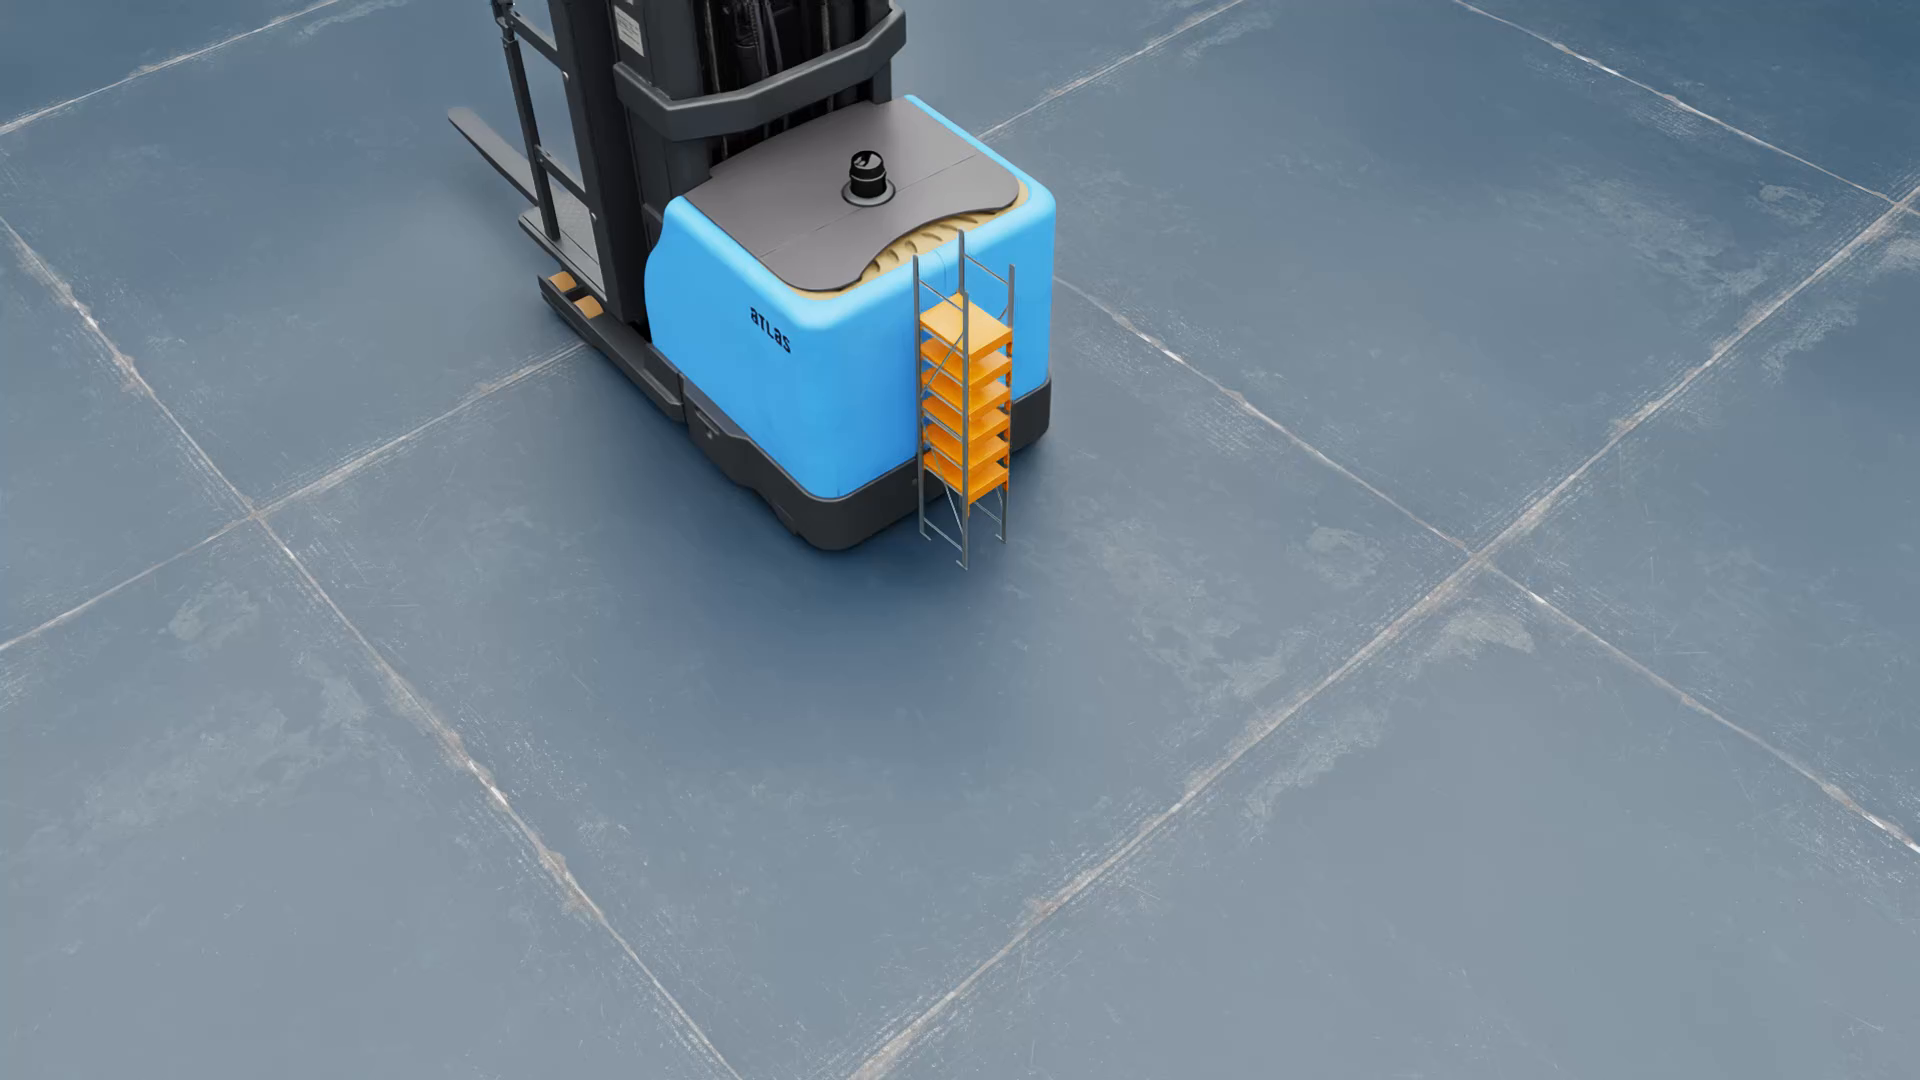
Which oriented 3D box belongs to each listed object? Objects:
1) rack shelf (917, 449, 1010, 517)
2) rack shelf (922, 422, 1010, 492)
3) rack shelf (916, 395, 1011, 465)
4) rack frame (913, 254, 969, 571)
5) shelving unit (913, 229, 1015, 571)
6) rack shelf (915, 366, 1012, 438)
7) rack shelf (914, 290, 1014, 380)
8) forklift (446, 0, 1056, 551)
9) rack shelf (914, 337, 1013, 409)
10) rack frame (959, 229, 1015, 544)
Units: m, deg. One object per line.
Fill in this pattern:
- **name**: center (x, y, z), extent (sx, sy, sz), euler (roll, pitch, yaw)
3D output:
- **rack shelf**: center (0.011, -0.221, 5.525), extent (0.180, 0.103, 0.258), euler (-34, 56, -27)
- **rack shelf**: center (0.011, -0.303, 5.436), extent (0.180, 0.103, 0.258), euler (-34, 56, -27)
- **rack shelf**: center (0.011, -0.384, 5.348), extent (0.180, 0.103, 0.258), euler (-34, 56, -27)
- **rack frame**: center (-0.057, -0.369, 5.274), extent (0.006, 1.200, 0.240), euler (-34, 56, -27)
- **shelving unit**: center (0.011, -0.414, 5.316), extent (0.189, 1.200, 0.258), euler (-34, 56, -27)
- **rack shelf**: center (0.011, -0.465, 5.260), extent (0.180, 0.103, 0.258), euler (-34, 56, -27)
- **rack shelf**: center (0.011, -0.628, 5.084), extent (0.180, 0.103, 0.258), euler (-34, 56, -27)
- **forklift**: center (-0.995, -1.982, 5.585), extent (1.130, 2.935, 3.031), euler (-31, 54, -25)
- **rack shelf**: center (0.011, -0.547, 5.172), extent (0.180, 0.103, 0.258), euler (-34, 56, -27)
- **rack frame**: center (0.078, -0.459, 5.357), extent (0.006, 1.200, 0.240), euler (-34, 56, -27)
